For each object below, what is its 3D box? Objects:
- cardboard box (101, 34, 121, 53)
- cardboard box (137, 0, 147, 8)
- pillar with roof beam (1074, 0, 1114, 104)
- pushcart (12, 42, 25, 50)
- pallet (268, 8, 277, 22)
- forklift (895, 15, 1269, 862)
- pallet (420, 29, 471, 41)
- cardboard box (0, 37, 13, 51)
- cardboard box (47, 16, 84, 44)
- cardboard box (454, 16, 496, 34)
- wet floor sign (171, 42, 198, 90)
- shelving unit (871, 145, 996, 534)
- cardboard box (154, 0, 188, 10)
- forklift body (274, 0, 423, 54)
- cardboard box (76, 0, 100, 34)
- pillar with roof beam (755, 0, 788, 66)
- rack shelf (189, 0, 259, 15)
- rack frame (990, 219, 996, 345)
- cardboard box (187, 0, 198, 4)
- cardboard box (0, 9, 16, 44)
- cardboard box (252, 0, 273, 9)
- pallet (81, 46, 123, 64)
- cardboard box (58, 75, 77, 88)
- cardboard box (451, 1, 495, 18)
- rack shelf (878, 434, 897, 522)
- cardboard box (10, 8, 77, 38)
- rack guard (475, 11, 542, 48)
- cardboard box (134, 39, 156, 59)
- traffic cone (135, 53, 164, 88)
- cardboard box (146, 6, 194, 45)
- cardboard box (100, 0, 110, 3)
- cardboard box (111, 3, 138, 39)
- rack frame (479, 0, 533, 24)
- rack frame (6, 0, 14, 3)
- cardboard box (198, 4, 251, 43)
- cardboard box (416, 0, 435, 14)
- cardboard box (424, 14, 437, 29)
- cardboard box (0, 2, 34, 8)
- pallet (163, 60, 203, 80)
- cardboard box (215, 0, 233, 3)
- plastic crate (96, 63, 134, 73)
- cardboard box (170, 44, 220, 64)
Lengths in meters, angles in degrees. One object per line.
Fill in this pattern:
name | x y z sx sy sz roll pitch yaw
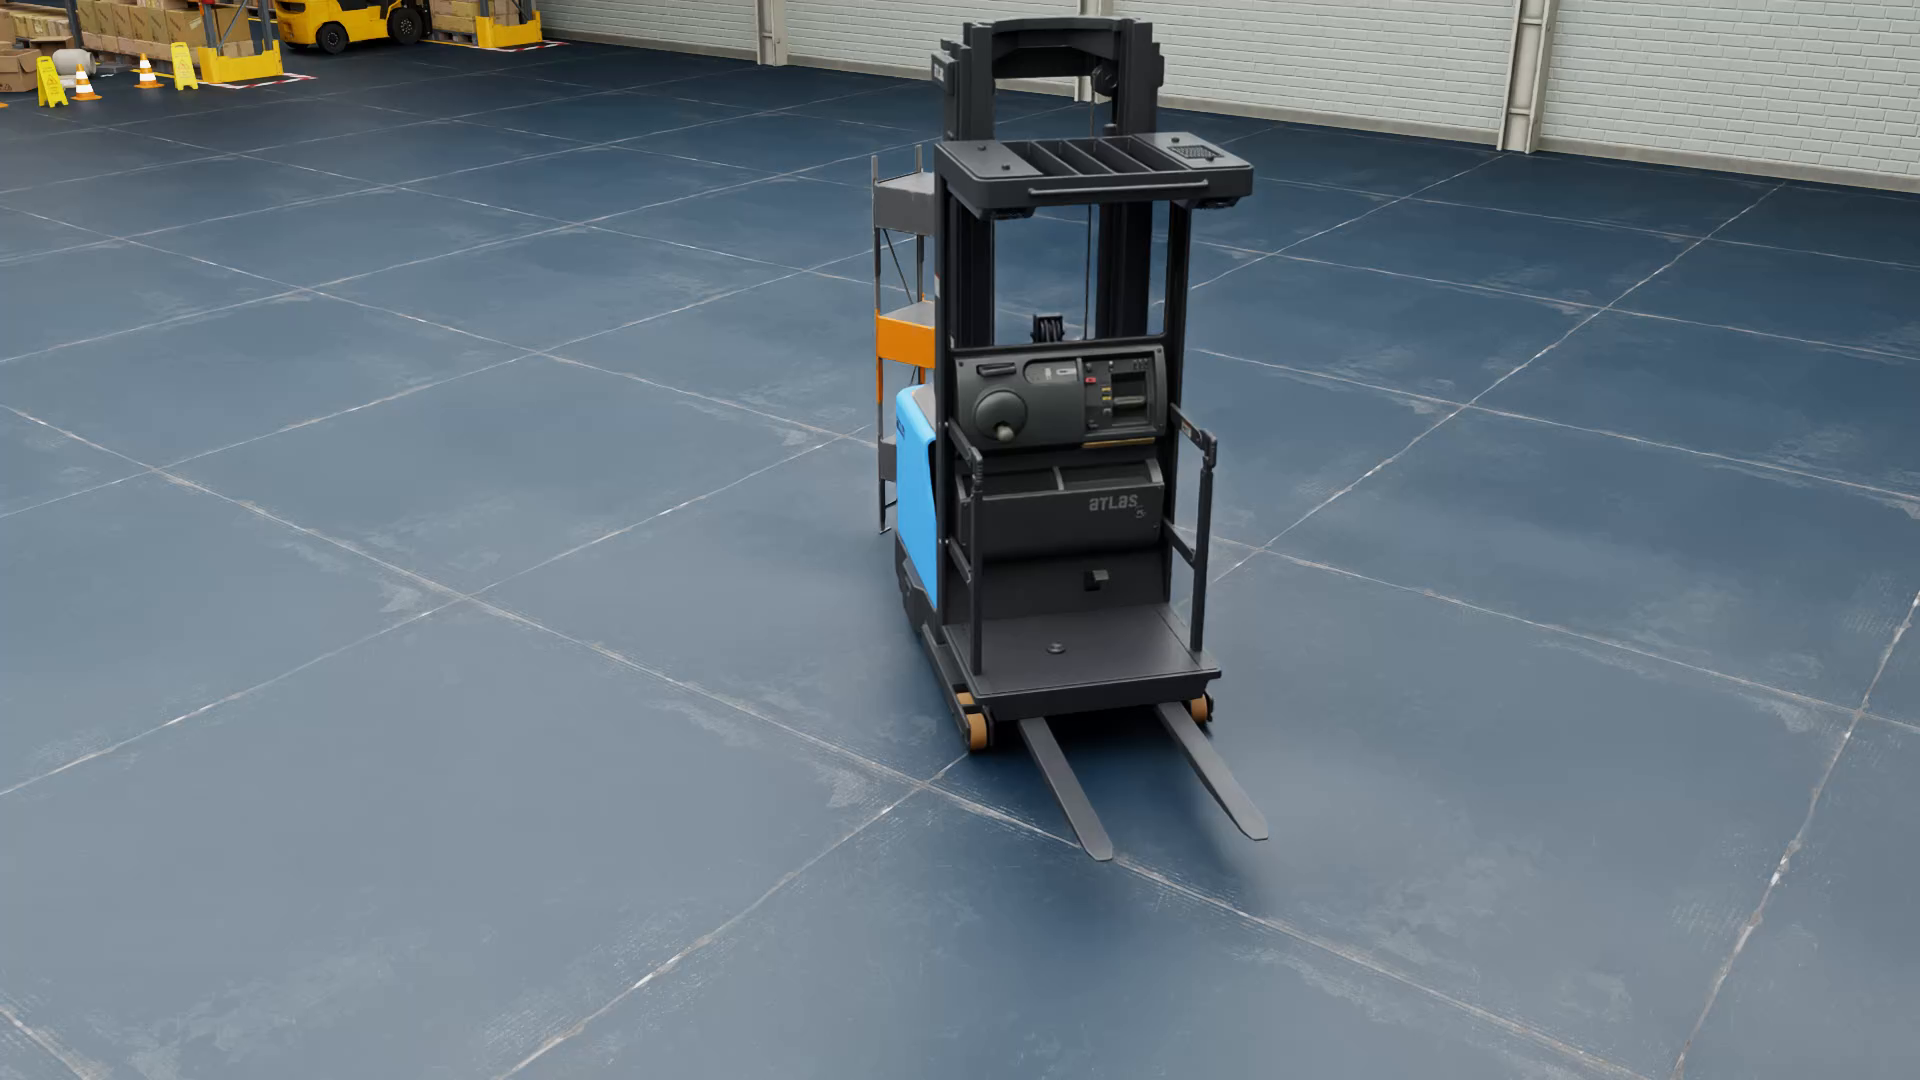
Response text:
cardboard box | -13.181 -7.859 26.256 0.500 0.250 0.500 19 30 36
cardboard box | -12.265 -8.190 25.272 0.250 0.149 0.380 18 30 35
pillar with roof beam | -0.746 -8.829 18.128 0.400 9.000 9.100 17 29 33
pushcart | -15.252 -7.333 25.424 0.936 0.377 1.648 7 25 15
pallet | -12.544 -10.067 31.836 1.213 0.211 1.003 17 29 33
forklift | 0.490 -0.595 6.966 1.130 2.935 3.031 -5 24 -12
pallet | -9.359 -9.106 29.655 1.213 0.211 1.003 17 29 33
cardboard box | -14.401 -7.064 24.490 0.503 0.637 0.797 17 29 33
cardboard box | -14.346 -8.396 27.324 0.625 0.372 0.950 17 29 34
cardboard box | -8.316 -8.861 28.530 0.500 0.250 0.500 17 29 34
wet floor sign | -11.214 -6.845 23.984 0.267 0.644 0.232 -15 28 -30
shelving unit | -0.132 -1.001 8.917 0.503 2.100 0.431 17 29 33
cardboard box | -11.856 -8.064 24.986 0.250 0.149 0.380 18 29 35
forklift body | -10.362 -9.397 27.910 1.214 2.155 2.313 17 29 33
cardboard box | -13.615 -8.328 26.390 0.500 0.500 0.500 18 30 36
pillar with roof beam | -5.548 -10.280 21.421 0.400 9.000 9.100 17 29 33
rack shelf | -12.325 -8.467 25.640 4.000 0.370 1.077 17 29 33
rack frame | 0.063 -0.942 8.784 0.015 2.100 0.400 17 29 33
cardboard box | -12.041 -8.129 25.939 0.500 0.500 0.500 17 29 34
cardboard box | -14.968 -7.901 25.624 0.500 0.500 0.500 17 29 33
cardboard box | -13.133 -10.645 32.114 0.625 0.625 0.875 18 29 35
pallet | -13.366 -7.853 26.812 1.213 0.211 1.003 17 29 33
cardboard box | -12.984 -6.674 24.212 0.380 0.149 0.250 -10 26 -21
cardboard box | -8.327 -9.095 28.441 0.500 0.250 0.500 16 29 33
rack shelf | -0.132 -0.348 9.205 0.480 0.518 0.431 17 29 33
cardboard box | -15.481 -8.736 28.096 0.625 0.372 0.950 18 29 35
rack guard | -7.731 -8.766 28.525 0.348 0.500 1.175 17 29 33
cardboard box | -12.364 -7.608 25.687 0.500 0.250 0.500 16 28 31
traffic cone | -11.842 -6.840 24.200 0.334 0.463 0.336 17 29 33
cardboard box | -11.941 -7.825 25.248 0.500 0.500 0.500 18 30 35
cardboard box | -13.138 -8.451 25.865 0.250 0.149 0.380 18 30 35
cardboard box | -12.765 -8.076 25.819 0.500 0.500 0.500 19 30 36
rack frame | -7.750 -9.915 28.034 0.127 3.000 1.000 17 29 33
rack frame | -17.126 -10.248 28.788 0.127 3.000 1.000 17 29 33
cardboard box | -11.223 -7.880 25.374 0.500 0.500 0.500 16 28 32
cardboard box | -9.148 -9.338 28.992 0.500 0.250 0.500 16 28 32
cardboard box | -9.103 -9.108 29.091 0.500 0.250 0.500 17 29 34
cardboard box | -16.680 -9.097 28.916 0.625 0.372 0.950 15 28 30
pallet | -11.414 -7.263 25.473 1.213 0.211 1.003 17 29 33
cardboard box | -14.619 -10.931 32.919 0.500 0.500 0.500 18 29 35
plastic crate | -13.160 -7.300 25.719 0.583 0.080 0.402 7 25 15
cardboard box | -11.552 -7.361 25.127 0.500 0.250 0.500 17 29 33
